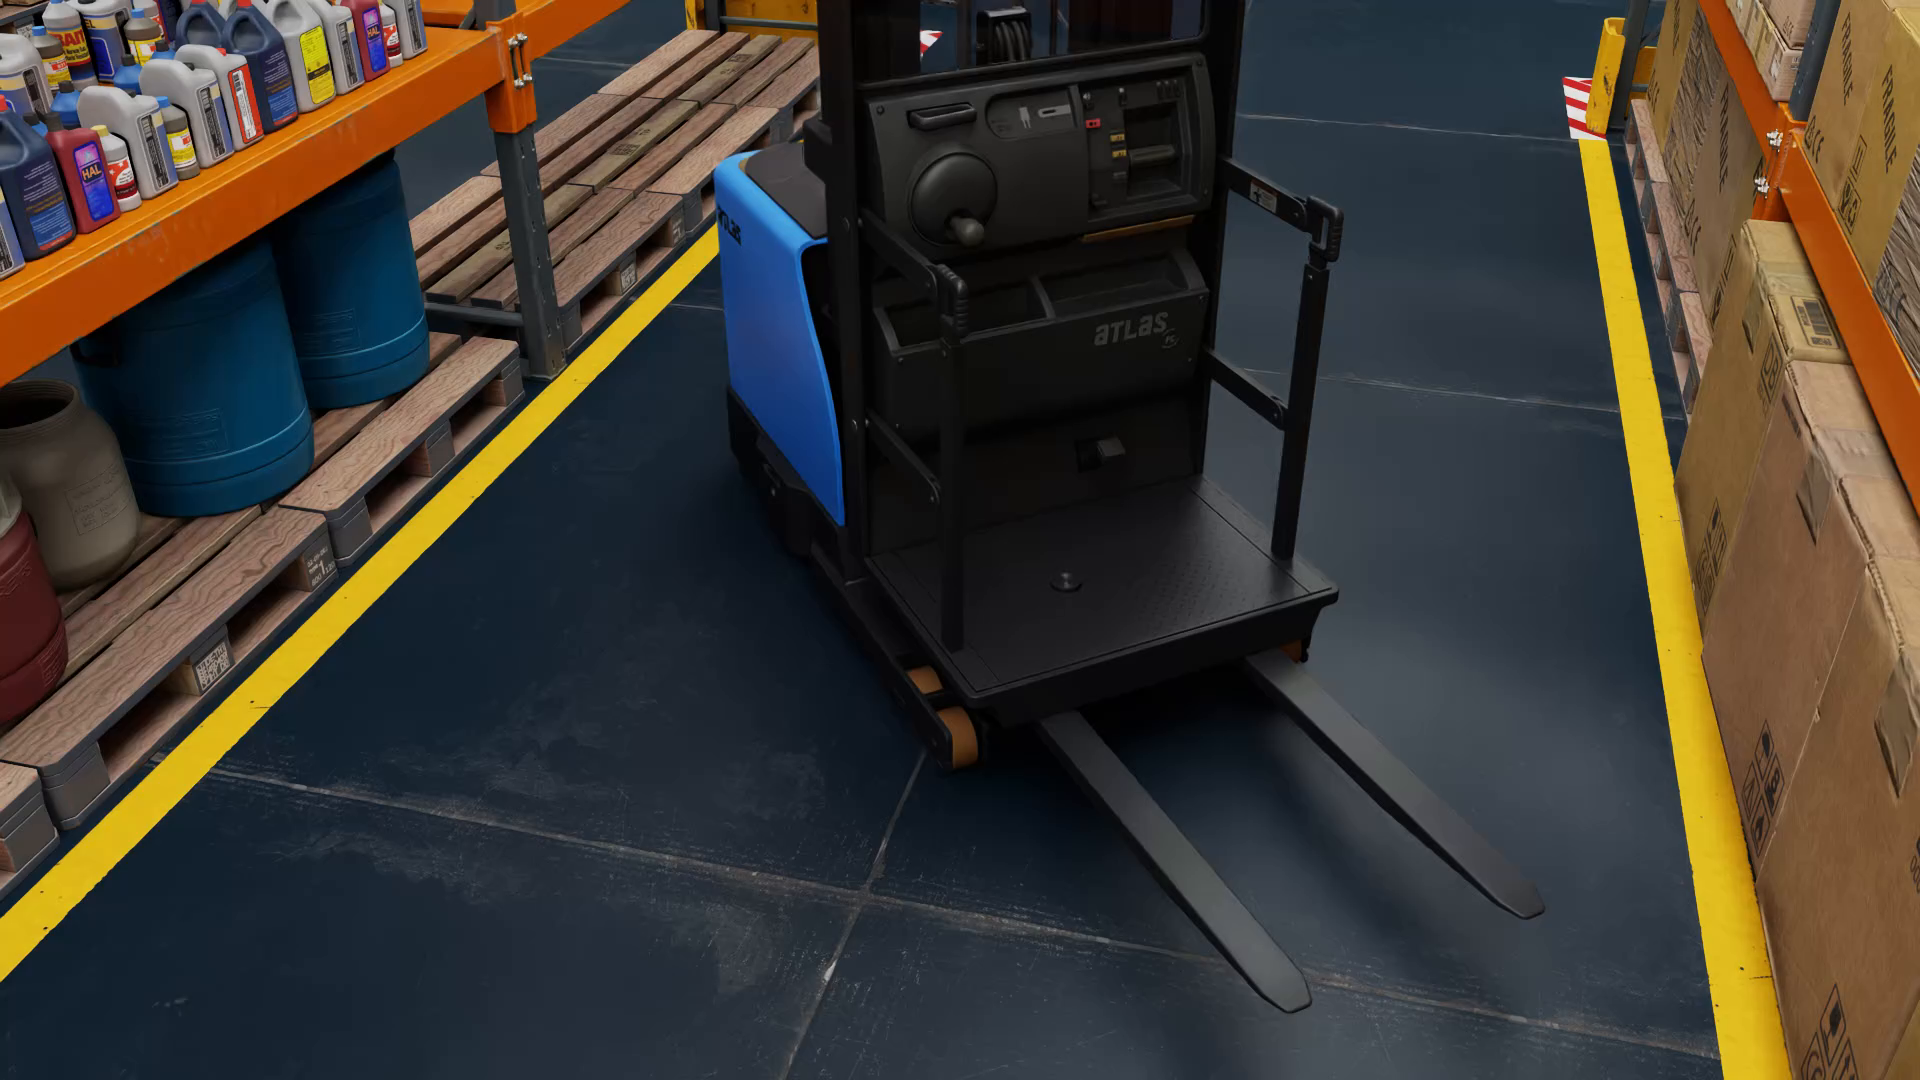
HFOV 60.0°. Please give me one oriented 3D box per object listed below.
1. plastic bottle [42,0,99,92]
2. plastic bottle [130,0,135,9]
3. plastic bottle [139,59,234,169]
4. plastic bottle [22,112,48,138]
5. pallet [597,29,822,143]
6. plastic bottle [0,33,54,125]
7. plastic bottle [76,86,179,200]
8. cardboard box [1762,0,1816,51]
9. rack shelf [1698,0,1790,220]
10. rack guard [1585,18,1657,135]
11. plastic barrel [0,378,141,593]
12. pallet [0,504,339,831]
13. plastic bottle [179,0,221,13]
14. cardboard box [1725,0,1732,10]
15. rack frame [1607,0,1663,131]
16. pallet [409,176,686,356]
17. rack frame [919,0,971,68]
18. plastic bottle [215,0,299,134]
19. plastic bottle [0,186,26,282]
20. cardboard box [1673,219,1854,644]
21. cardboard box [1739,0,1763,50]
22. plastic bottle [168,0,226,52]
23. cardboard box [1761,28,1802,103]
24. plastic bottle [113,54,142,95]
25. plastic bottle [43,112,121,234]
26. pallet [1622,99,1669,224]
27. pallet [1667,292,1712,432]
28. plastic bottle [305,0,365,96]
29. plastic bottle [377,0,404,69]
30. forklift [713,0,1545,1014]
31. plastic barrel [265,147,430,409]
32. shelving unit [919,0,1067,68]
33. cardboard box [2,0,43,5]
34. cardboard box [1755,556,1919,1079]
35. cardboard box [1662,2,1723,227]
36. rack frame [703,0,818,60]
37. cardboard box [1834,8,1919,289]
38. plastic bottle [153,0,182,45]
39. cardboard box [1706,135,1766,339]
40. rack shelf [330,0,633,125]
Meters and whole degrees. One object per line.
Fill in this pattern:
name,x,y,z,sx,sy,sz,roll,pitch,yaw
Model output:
plastic bottle,-2.614,-1.461,4.873,0.097,0.271,0.097,0,32,0
plastic bottle,-2.555,-1.582,5.062,0.097,0.271,0.097,0,32,0
plastic bottle,-2.021,-1.128,4.345,0.152,0.276,0.135,8,33,12
plastic bottle,-2.176,-0.881,3.960,0.097,0.271,0.097,0,32,0
pallet,-1.211,-2.427,8.870,1.003,0.211,1.213,8,33,12
plastic bottle,-2.553,-1.208,4.471,0.152,0.276,0.135,8,33,12
plastic bottle,-2.080,-1.008,4.155,0.152,0.276,0.135,8,33,12
cardboard box,2.670,-1.603,4.838,0.500,0.250,0.500,7,33,11
rack shelf,3.319,-2.010,6.287,1.077,0.370,4.000,8,33,12
rack guard,3.833,-2.309,8.416,1.175,0.500,0.348,8,33,12
plastic barrel,-2.543,-0.149,4.616,0.421,0.512,0.421,0,32,0
pallet,-2.523,0.256,4.650,1.003,0.211,1.213,8,33,12
plastic bottle,-2.392,-1.770,5.284,0.144,0.351,0.185,8,33,12
cardboard box,2.833,-1.907,5.688,0.380,0.149,0.250,9,33,13
rack frame,3.827,-3.352,7.726,1.000,3.000,0.127,8,33,12
pallet,-1.830,-1.160,6.879,1.003,0.211,1.213,8,33,12
rack frame,-0.177,-1.241,5.804,0.500,1.500,0.032,21,38,29
plastic bottle,-1.943,-1.312,4.564,0.144,0.351,0.185,8,33,12
plastic bottle,-2.220,-0.722,3.706,0.152,0.276,0.135,8,33,12
cardboard box,2.669,-0.222,4.392,1.225,0.875,0.875,8,33,13
cardboard box,2.703,-1.640,5.267,0.380,0.149,0.250,7,33,12
plastic bottle,-2.082,-1.332,4.595,0.144,0.351,0.185,8,33,12
cardboard box,2.572,-1.373,4.848,0.380,0.149,0.250,8,33,13
plastic bottle,-2.147,-1.134,4.357,0.097,0.271,0.097,0,32,0
plastic bottle,-2.095,-0.885,3.955,0.061,0.283,0.133,8,33,12
pallet,3.700,-1.749,7.805,1.003,0.211,1.213,8,33,12
pallet,3.080,-0.483,5.813,1.003,0.211,1.213,8,33,12
plastic bottle,-1.859,-1.460,4.866,0.152,0.276,0.135,8,33,12
plastic bottle,-1.769,-1.554,5.084,0.097,0.201,0.097,0,32,0
forklift,0.313,-0.909,3.948,1.130,2.935,3.031,-14,35,-21
plastic barrel,-2.134,-0.962,5.532,0.600,0.901,0.708,8,33,12
shelving unit,0.117,-1.463,6.154,0.538,1.500,1.048,21,38,29
cardboard box,-5.654,-3.517,9.907,0.500,0.500,0.500,8,33,12
cardboard box,2.226,0.702,2.938,1.225,0.875,0.875,8,33,13
cardboard box,3.511,-1.817,6.901,0.875,0.875,0.875,8,33,12
rack frame,-0.964,-4.026,8.787,1.000,3.000,0.127,8,33,12
cardboard box,2.327,-0.852,3.702,0.500,0.500,0.500,8,33,12
plastic bottle,-2.519,-1.700,5.236,0.061,0.283,0.133,8,33,12
cardboard box,3.057,-0.888,5.440,0.875,0.875,0.875,8,33,12
rack shelf,-1.471,-2.685,7.347,1.077,0.370,4.000,8,33,12
